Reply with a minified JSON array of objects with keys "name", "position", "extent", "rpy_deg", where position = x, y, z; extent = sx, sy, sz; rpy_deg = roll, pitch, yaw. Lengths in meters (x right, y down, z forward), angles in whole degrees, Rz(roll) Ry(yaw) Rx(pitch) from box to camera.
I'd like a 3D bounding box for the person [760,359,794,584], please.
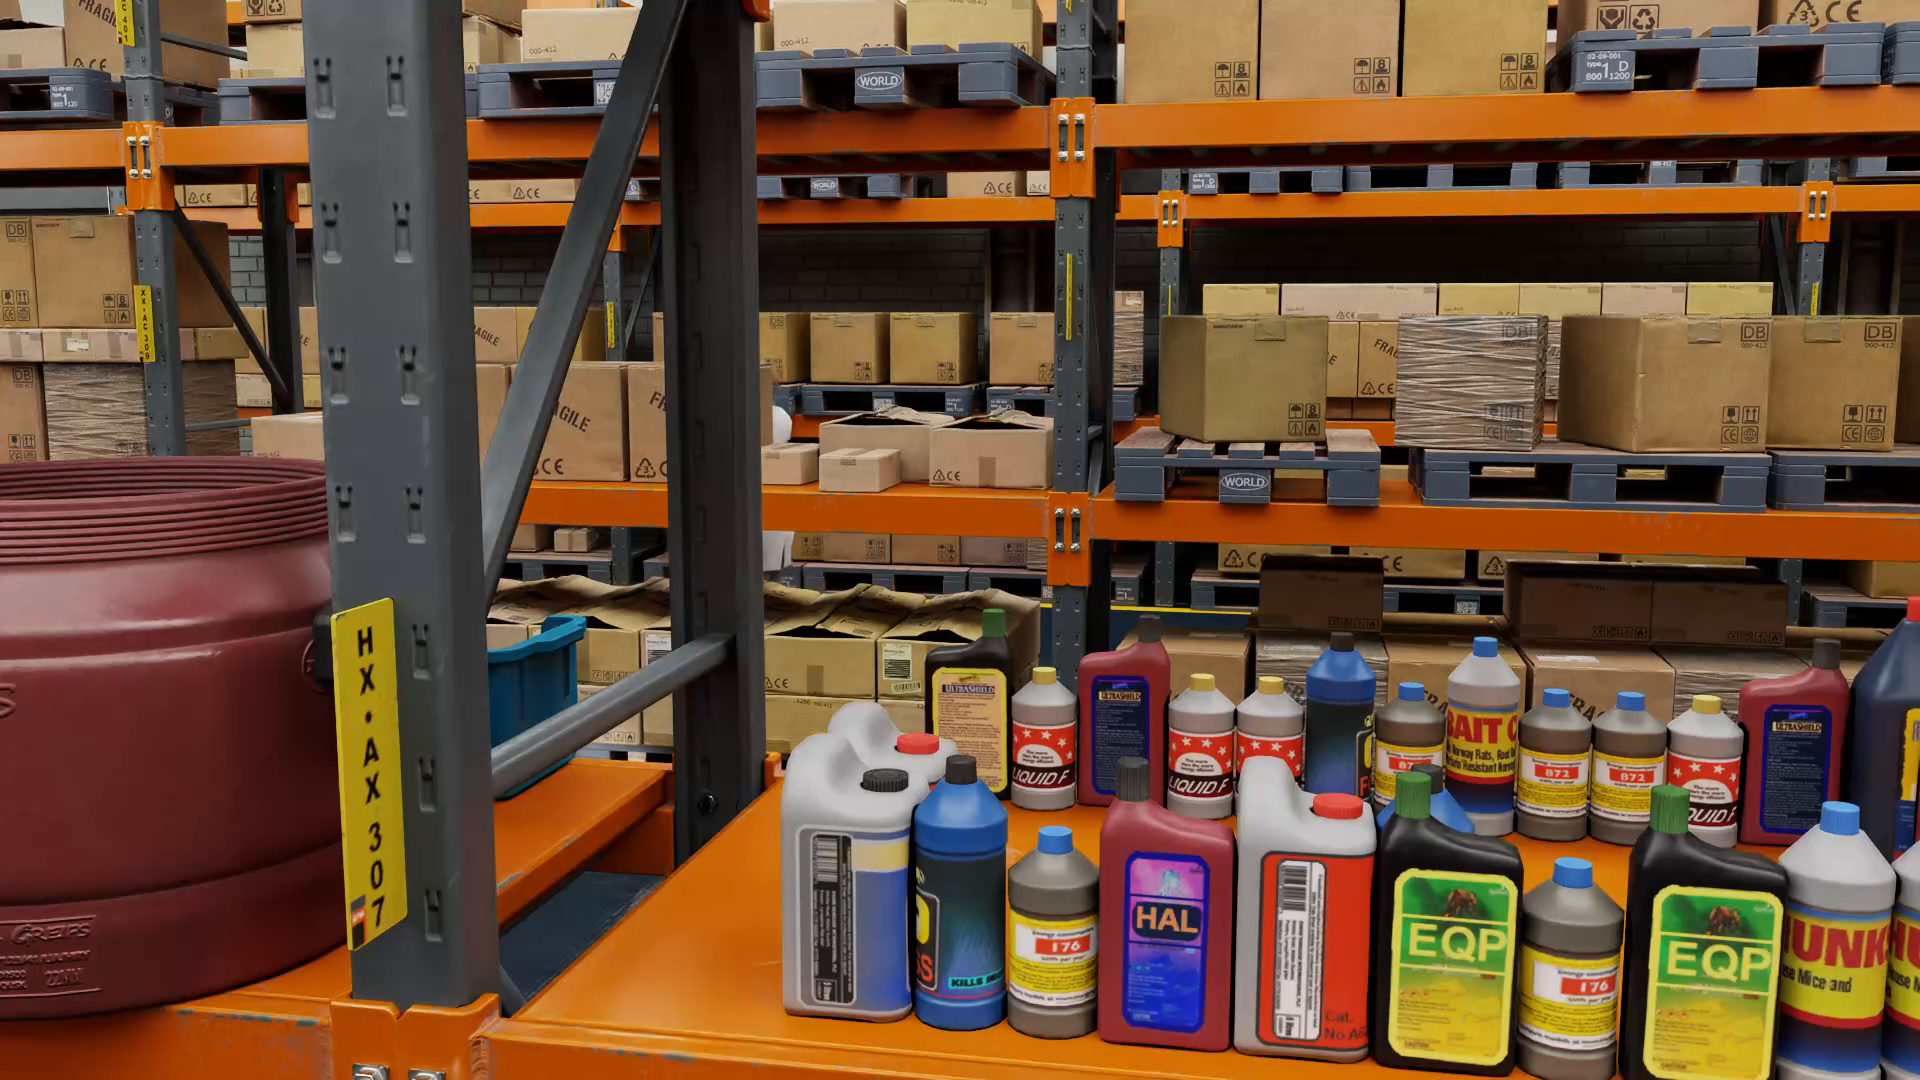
[{"name":"person","position":[-1.178,-0.078,8.939],"extent":[0.551,1.777,0.527],"rpy_deg":[1,8,10]}]
